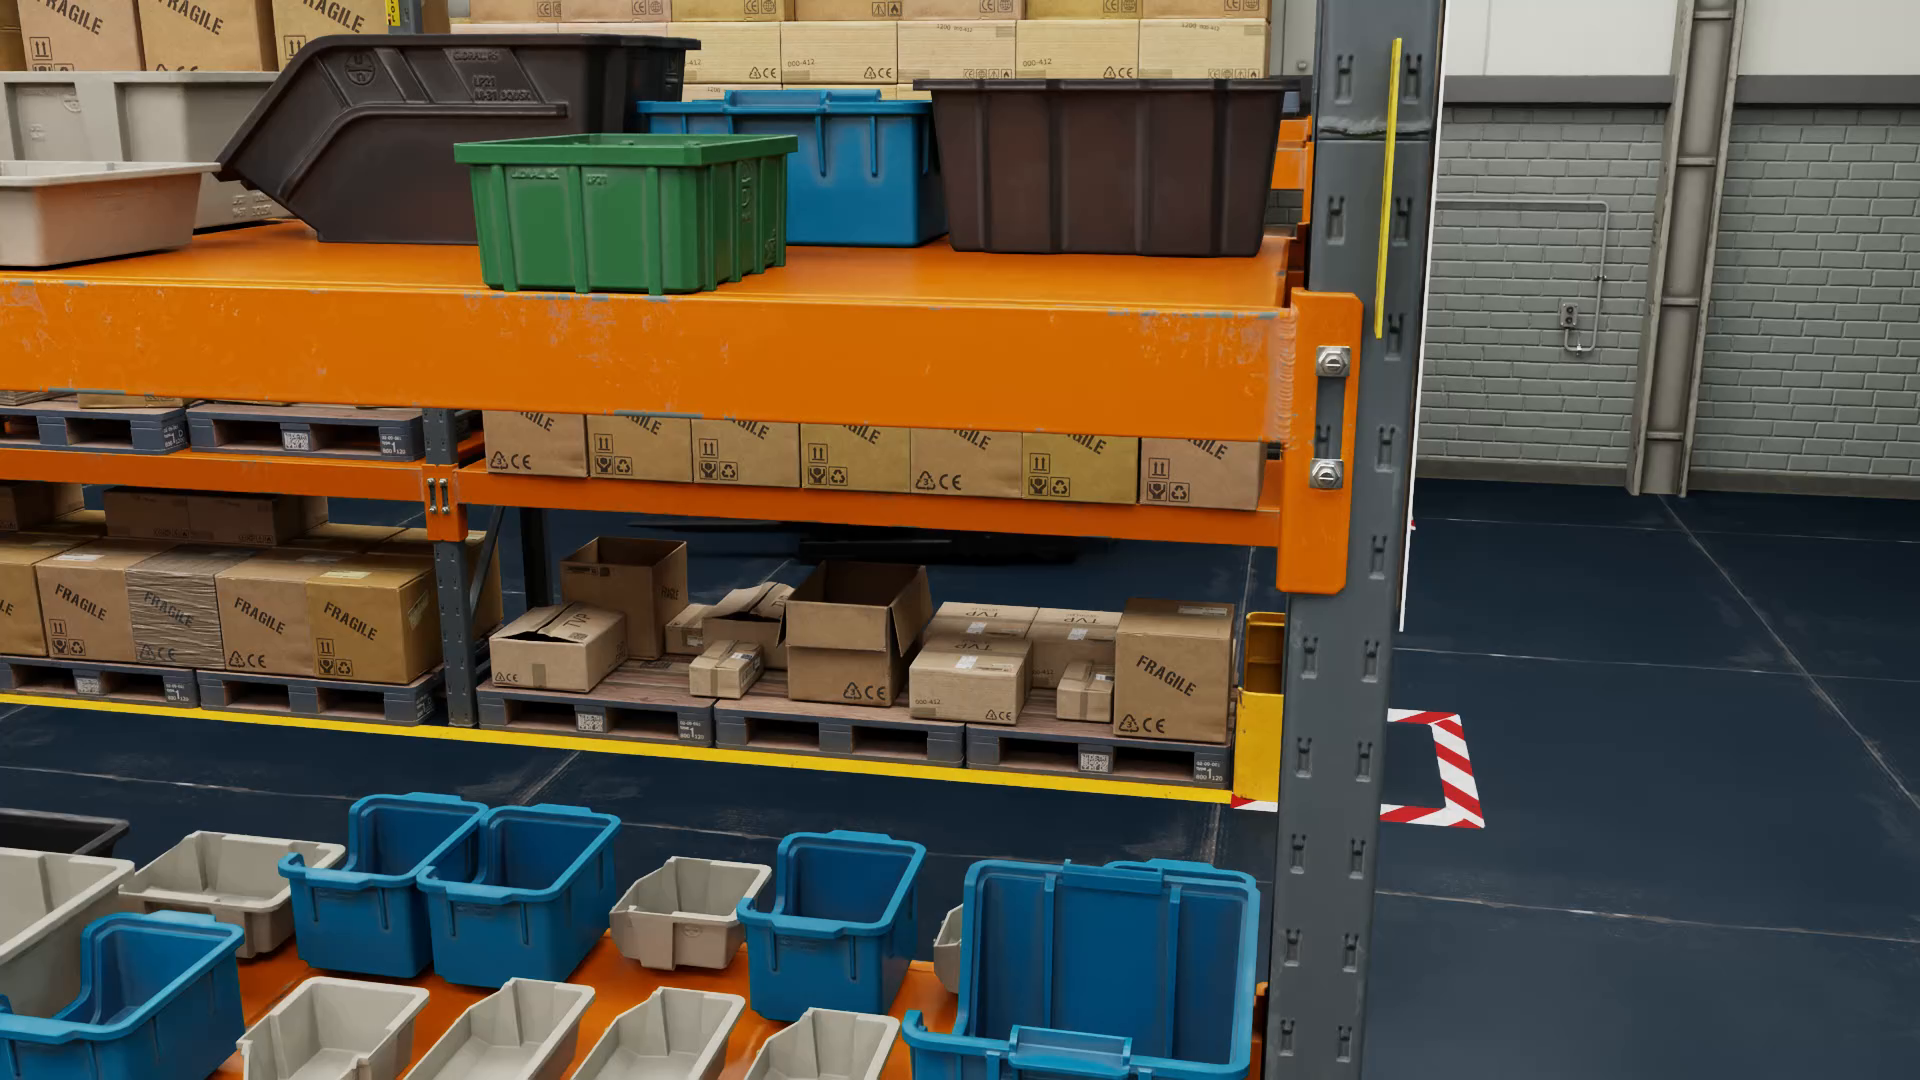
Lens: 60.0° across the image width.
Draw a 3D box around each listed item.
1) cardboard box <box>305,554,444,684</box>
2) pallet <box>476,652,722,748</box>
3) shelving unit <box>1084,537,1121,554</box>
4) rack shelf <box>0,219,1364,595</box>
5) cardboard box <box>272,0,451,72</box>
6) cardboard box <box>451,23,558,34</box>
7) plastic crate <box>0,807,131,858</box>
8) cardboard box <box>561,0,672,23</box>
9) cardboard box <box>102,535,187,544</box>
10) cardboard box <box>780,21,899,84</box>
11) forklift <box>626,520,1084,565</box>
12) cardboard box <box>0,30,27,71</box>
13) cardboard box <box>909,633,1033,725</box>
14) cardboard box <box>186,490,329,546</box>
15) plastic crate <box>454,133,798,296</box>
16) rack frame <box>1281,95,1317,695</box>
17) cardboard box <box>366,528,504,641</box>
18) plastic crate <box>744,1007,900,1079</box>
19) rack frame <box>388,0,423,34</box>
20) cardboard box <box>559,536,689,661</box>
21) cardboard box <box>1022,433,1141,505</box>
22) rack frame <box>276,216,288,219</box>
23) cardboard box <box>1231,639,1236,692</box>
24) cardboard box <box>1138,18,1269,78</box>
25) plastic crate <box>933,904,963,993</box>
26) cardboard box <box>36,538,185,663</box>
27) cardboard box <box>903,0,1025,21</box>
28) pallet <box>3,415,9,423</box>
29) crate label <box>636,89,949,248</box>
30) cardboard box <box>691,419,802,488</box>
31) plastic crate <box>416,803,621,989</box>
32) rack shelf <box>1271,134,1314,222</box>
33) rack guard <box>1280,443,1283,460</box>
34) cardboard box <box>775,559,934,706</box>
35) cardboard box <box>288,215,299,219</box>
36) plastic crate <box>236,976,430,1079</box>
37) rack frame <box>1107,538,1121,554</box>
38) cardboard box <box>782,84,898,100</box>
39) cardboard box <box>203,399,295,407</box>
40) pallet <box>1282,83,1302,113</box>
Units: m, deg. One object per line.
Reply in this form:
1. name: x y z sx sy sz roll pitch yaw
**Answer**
1. cardboard box: -2.894 0.388 8.331 0.500 0.500 0.500 3 16 11
2. pallet: -1.680 0.727 8.471 1.213 0.211 1.003 3 16 11
3. shelving unit: 1.015 -0.521 11.099 0.189 1.200 0.258 13 19 21
4. rack shelf: -1.384 -0.350 2.866 4.000 0.370 1.077 3 16 11
5. cardboard box: -2.832 -2.444 7.915 0.600 0.600 0.600 2 16 6
6. cardboard box: -1.926 -2.177 7.457 0.500 0.250 0.500 3 16 11
7. plastic crate: -2.194 0.735 3.622 0.590 0.125 0.437 3 16 11
8. cardboard box: -1.407 -2.549 7.397 0.500 0.500 0.700 3 16 11
9. cardboard box: -4.287 0.169 9.122 0.500 0.500 0.500 3 16 9
10. cardboard box: -0.458 -2.094 7.160 0.500 0.250 0.500 3 16 11
11. forklift: -0.701 -1.391 11.022 3.031 2.935 1.130 0 15 0
12. cardboard box: -4.829 -2.291 8.336 0.500 0.500 0.910 3 16 11
13. cardboard box: 0.060 0.650 7.855 0.500 0.250 0.500 3 16 11
14. cardboard box: -3.759 -0.165 8.922 0.500 0.250 0.500 3 16 11
15. plastic crate: -0.448 -0.466 2.334 0.336 0.188 0.450 3 16 11
16. rack frame: 1.567 -0.441 7.464 0.127 3.000 1.000 3 16 11
17. cardboard box: -2.779 0.250 8.830 0.500 0.500 0.500 2 16 9
18. plastic crate: -0.259 0.957 2.799 0.243 0.136 0.396 3 16 11
19. rack frame: -2.353 -3.545 7.431 0.127 3.000 1.000 3 16 11
20. cardboard box: -1.738 0.295 8.665 0.500 0.500 0.500 3 16 11
21. cardboard box: 0.564 -0.468 7.376 0.500 0.500 0.500 3 16 12
22. rack frame: -5.289 -2.162 13.679 0.127 3.000 1.000 3 16 11
23. cardboard box: 1.225 0.609 8.190 0.250 0.149 0.380 3 16 11
24. cardboard box: 1.012 -2.015 6.874 0.500 0.250 0.500 3 16 11
25. plastic crate: 0.102 0.815 3.312 0.298 0.136 0.250 3 16 11
26. cardboard box: -4.367 0.306 8.626 0.500 0.500 0.500 3 16 9
27. cardboard box: 0.076 -2.487 7.170 0.500 0.500 0.700 3 16 11
28. pallet: -5.595 -0.756 8.962 1.003 0.211 1.213 3 16 11
29. crate label: -0.264 -0.653 2.888 0.502 0.251 0.408 3 16 11
30. cardboard box: -0.916 -0.550 7.670 0.500 0.500 0.500 3 16 11
31. plastic crate: -0.891 0.737 3.412 0.300 0.233 0.416 3 16 11
32. rack shelf: -0.393 -1.646 7.543 4.000 0.370 1.077 3 16 11
33. rack guard: 2.574 -0.531 12.472 0.348 0.500 1.175 3 16 11
34. cardboard box: -0.511 0.436 8.150 0.637 0.503 0.797 3 16 11
35. cardboard box: -5.752 -2.445 13.688 0.500 0.500 0.700 1 16 5
36. plastic crate: -1.112 0.919 2.938 0.250 0.136 0.298 3 16 11
37. rack frame: 1.098 -0.502 11.066 0.006 1.200 0.240 13 19 21
38. cardboard box: -0.456 -1.856 7.234 0.500 0.250 0.500 3 16 11
39. cardboard box: -3.459 -1.008 8.537 0.500 0.500 0.700 6 16 20
40. pallet: 1.821 -3.176 11.887 1.213 0.211 1.003 3 16 11
